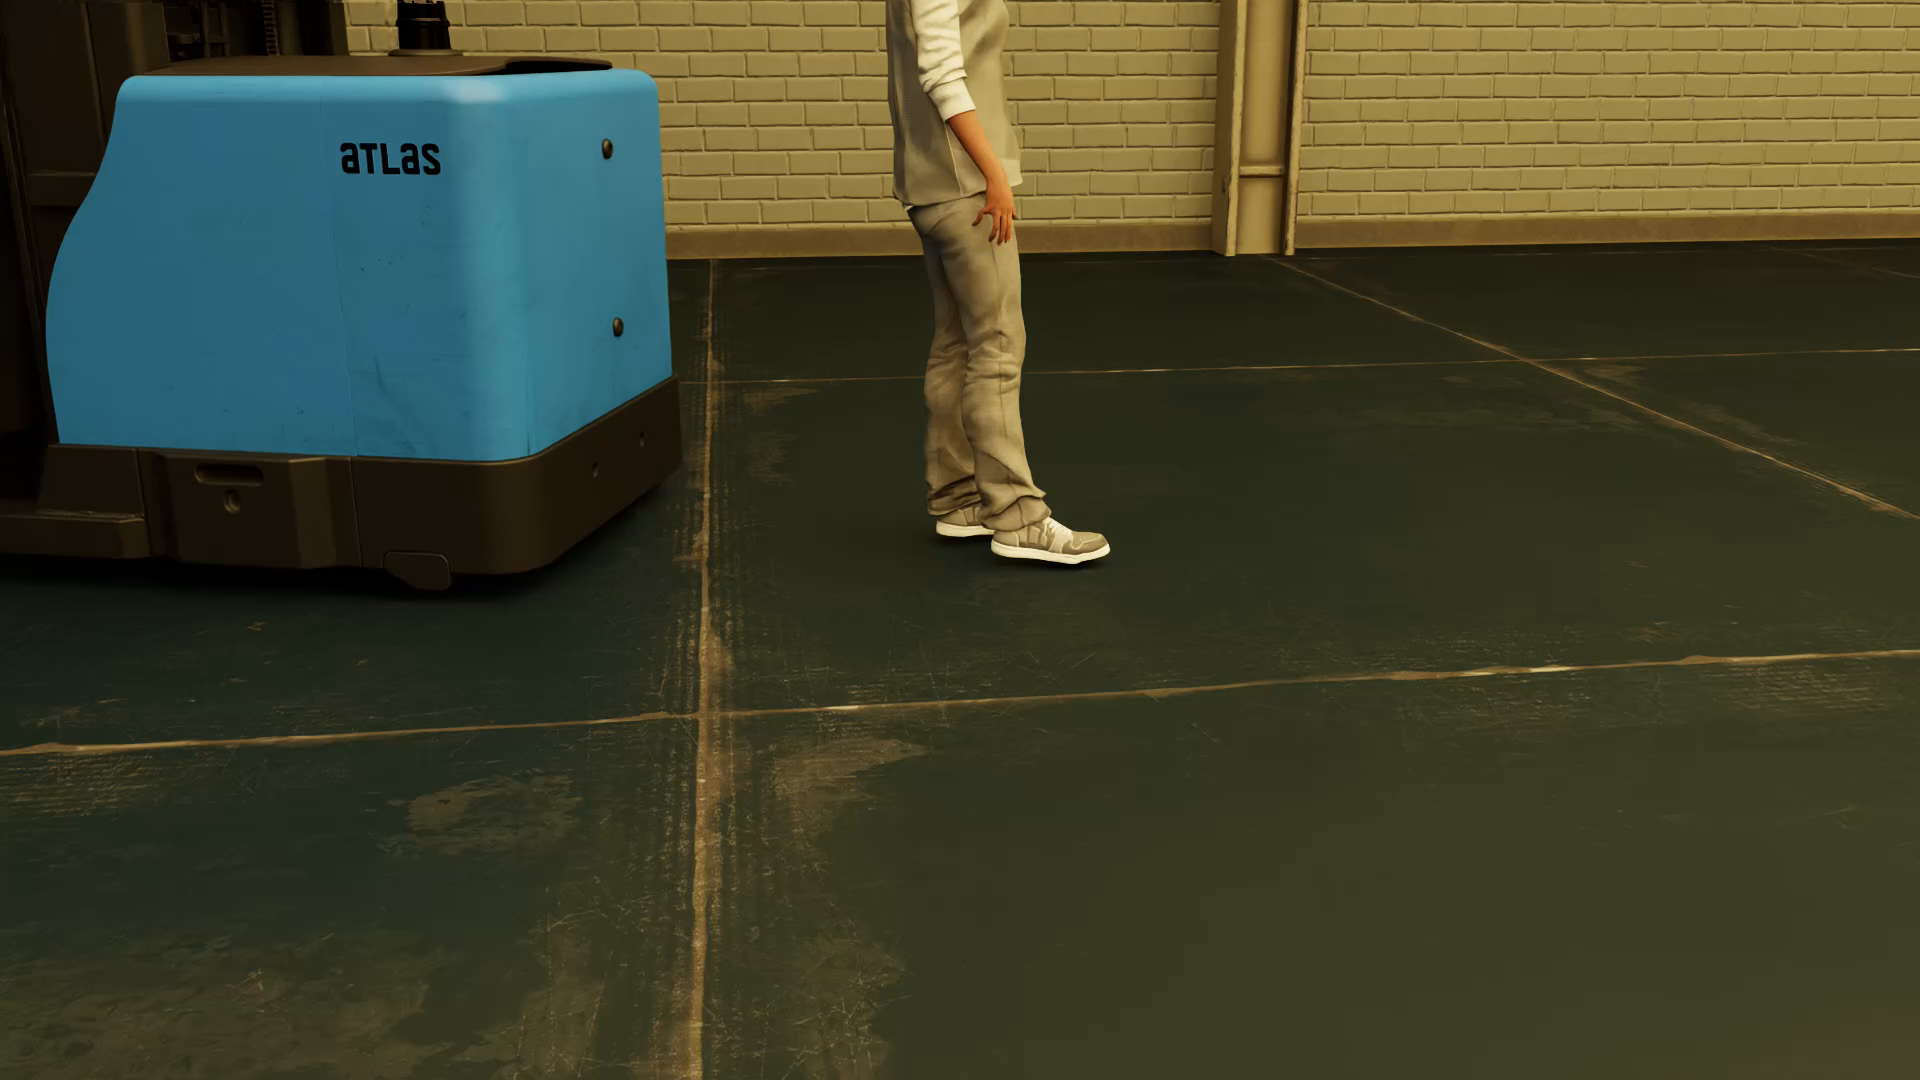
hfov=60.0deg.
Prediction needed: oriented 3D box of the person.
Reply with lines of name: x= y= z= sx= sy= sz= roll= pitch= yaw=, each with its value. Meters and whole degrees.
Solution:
person: x=0.075 y=-0.771 z=3.730 sx=0.474 sy=1.598 sz=0.519 roll=-2 pitch=17 yaw=-8

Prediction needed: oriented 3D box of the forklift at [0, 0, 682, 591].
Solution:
forklift: x=-2.295 y=-1.479 z=3.795 sx=3.031 sy=2.935 sz=1.130 roll=3 pitch=17 yaw=9
